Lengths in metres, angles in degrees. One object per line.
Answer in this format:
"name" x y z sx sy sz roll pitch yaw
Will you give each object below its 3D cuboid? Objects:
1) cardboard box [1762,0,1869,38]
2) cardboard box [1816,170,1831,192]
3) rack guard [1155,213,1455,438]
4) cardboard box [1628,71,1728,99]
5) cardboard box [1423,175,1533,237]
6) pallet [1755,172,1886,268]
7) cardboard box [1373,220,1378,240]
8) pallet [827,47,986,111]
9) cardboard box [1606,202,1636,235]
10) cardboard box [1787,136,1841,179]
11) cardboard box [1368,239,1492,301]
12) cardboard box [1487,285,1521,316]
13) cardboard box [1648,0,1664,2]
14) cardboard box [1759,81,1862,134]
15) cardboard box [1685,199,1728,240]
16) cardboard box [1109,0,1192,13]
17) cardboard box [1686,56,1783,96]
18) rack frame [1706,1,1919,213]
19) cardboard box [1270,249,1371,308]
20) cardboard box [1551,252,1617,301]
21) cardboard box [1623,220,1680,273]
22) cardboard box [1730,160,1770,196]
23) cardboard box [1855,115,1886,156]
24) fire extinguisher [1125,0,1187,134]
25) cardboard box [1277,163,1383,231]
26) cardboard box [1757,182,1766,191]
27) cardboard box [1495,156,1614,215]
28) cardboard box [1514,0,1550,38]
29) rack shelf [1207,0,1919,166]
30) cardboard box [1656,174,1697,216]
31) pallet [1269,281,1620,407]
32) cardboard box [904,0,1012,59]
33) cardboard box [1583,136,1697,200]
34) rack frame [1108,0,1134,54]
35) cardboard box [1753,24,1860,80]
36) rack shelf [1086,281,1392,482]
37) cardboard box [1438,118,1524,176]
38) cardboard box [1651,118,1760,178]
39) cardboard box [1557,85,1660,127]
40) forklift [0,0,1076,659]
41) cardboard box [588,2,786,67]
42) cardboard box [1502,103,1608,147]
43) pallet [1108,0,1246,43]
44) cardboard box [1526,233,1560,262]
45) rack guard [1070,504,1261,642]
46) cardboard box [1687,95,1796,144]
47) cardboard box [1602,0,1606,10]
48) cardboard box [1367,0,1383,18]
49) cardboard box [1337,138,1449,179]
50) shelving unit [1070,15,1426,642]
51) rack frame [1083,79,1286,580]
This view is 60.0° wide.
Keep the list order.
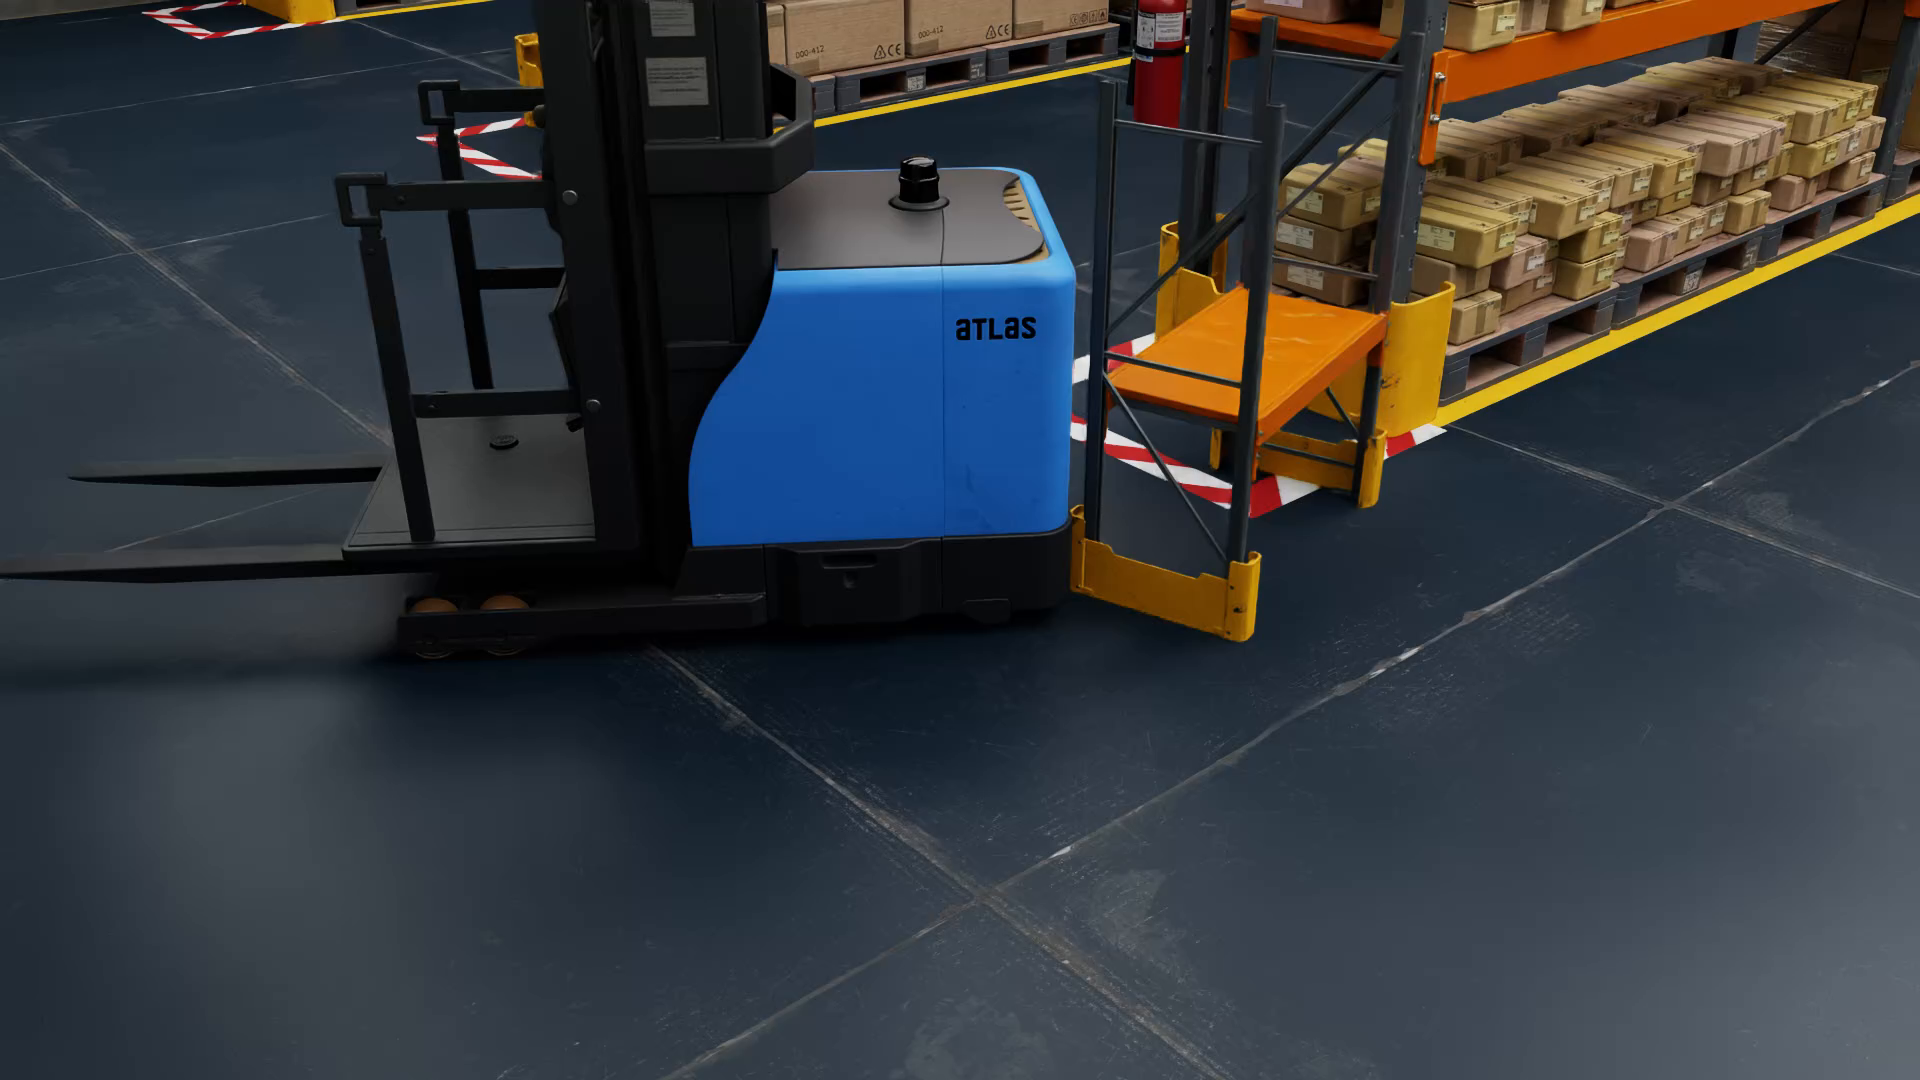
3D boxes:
"cardboard box" 4.652 -2.868 8.844 0.500 0.250 0.500 -23 36 -36
"cardboard box" 3.920 -1.772 7.962 0.250 0.149 0.380 -21 34 -34
"rack guard" 1.264 -0.833 6.278 0.348 0.500 1.175 -22 35 -35
"cardboard box" 3.444 -2.137 8.014 0.250 0.149 0.380 -22 35 -36
"cardboard box" 1.957 -1.268 6.388 0.250 0.149 0.380 -21 35 -34
"pallet" 3.761 -1.688 8.184 1.213 0.211 1.003 -22 35 -35
"cardboard box" 1.656 -1.295 6.755 0.250 0.149 0.380 -23 36 -36
"pallet" -0.598 -3.070 10.771 1.213 0.211 1.003 -22 35 -35
"cardboard box" 2.551 -1.364 6.884 0.250 0.149 0.380 -24 36 -37
"cardboard box" 3.826 -1.809 7.716 0.250 0.149 0.380 -23 36 -37
"cardboard box" 1.772 -1.039 6.276 0.250 0.149 0.380 -20 34 -33
"cardboard box" 1.959 -0.995 6.508 0.250 0.149 0.380 -22 35 -35
"cardboard box" 2.608 -2.206 6.463 0.250 0.149 0.380 -23 36 -36
"cardboard box" 3.979 -2.031 7.816 0.250 0.149 0.380 -21 35 -34
"cardboard box" 3.143 -1.449 7.358 0.250 0.149 0.380 -21 35 -34
"cardboard box" 1.379 -4.346 12.009 0.875 0.875 0.875 -21 34 -33
"cardboard box" 3.853 -2.295 8.309 0.250 0.149 0.380 -20 34 -33
"rack frame" 4.249 -3.136 7.935 0.127 3.000 1.000 -22 35 -35
"cardboard box" 1.471 -1.076 6.659 0.250 0.149 0.380 -21 35 -34
"cardboard box" 2.409 -1.112 6.728 0.250 0.149 0.380 -21 35 -34
"cardboard box" 2.787 -1.269 7.022 0.250 0.149 0.380 -24 36 -37
"cardboard box" 3.390 -1.682 7.479 0.250 0.149 0.380 -21 35 -34
"cardboard box" 4.216 -1.984 8.044 0.250 0.149 0.380 -21 35 -34
"fire extinguisher" 0.715 -1.802 5.917 0.183 0.674 0.296 -22 35 -35
"cardboard box" 1.445 -1.355 6.551 0.250 0.149 0.380 -21 35 -34
"cardboard box" 3.482 -1.631 7.698 0.250 0.149 0.380 -23 36 -36
"cardboard box" 2.367 -1.405 6.644 0.250 0.149 0.380 -24 36 -37
"cardboard box" 1.832 -1.875 5.843 0.250 0.149 0.380 -20 34 -33
"rack shelf" 2.728 -2.206 6.959 4.000 0.370 1.077 -22 35 -35
"cardboard box" 2.943 -1.541 7.215 0.250 0.149 0.380 -20 34 -33
"pallet" 1.905 -0.941 6.787 1.213 0.211 1.003 -22 35 -35
"cardboard box" -0.268 -3.507 10.903 0.875 0.438 0.875 -23 36 -36
"cardboard box" 2.814 -1.550 6.916 0.250 0.149 0.380 -21 35 -34
"rack frame" 0.960 -4.880 11.198 0.127 3.000 1.000 -22 35 -35
"cardboard box" 4.649 -2.535 9.018 0.500 0.500 0.500 -23 36 -36
"rack shelf" 0.854 -0.502 4.980 0.538 0.185 1.000 17 32 29
"cardboard box" 2.194 -1.695 7.187 0.250 0.149 0.380 -20 34 -33
"cardboard box" 3.203 -1.698 7.193 0.250 0.149 0.380 -23 36 -37
"cardboard box" 3.014 -2.000 7.758 0.250 0.149 0.380 -21 35 -34
"forklift" -1.227 -1.222 4.426 3.031 2.935 1.130 -2 28 -4
"cardboard box" -1.646 -2.949 9.858 0.875 0.438 0.875 -23 36 -37
"cardboard box" 2.647 -1.826 7.432 0.250 0.149 0.380 -22 35 -35
"pallet" 1.498 -3.913 12.348 1.213 0.211 1.003 -22 35 -35
"cardboard box" 2.145 -1.209 6.594 0.250 0.149 0.380 -21 35 -34
"rack guard" 0.579 0.091 4.814 0.587 0.250 0.087 17 32 29
"cardboard box" 3.546 -1.901 7.573 0.250 0.149 0.380 -21 34 -33
"cardboard box" 2.180 -2.067 6.202 0.250 0.149 0.380 -20 34 -33
"cardboard box" 1.484 -2.065 6.198 0.250 0.149 0.380 -22 35 -35
"cardboard box" 1.788 -1.536 6.890 0.250 0.149 0.380 -23 36 -36
"shelving unit" 0.849 -0.657 4.888 0.587 1.500 1.083 17 32 29
"rack frame" 0.578 -0.459 4.518 0.500 1.500 0.032 17 32 29
